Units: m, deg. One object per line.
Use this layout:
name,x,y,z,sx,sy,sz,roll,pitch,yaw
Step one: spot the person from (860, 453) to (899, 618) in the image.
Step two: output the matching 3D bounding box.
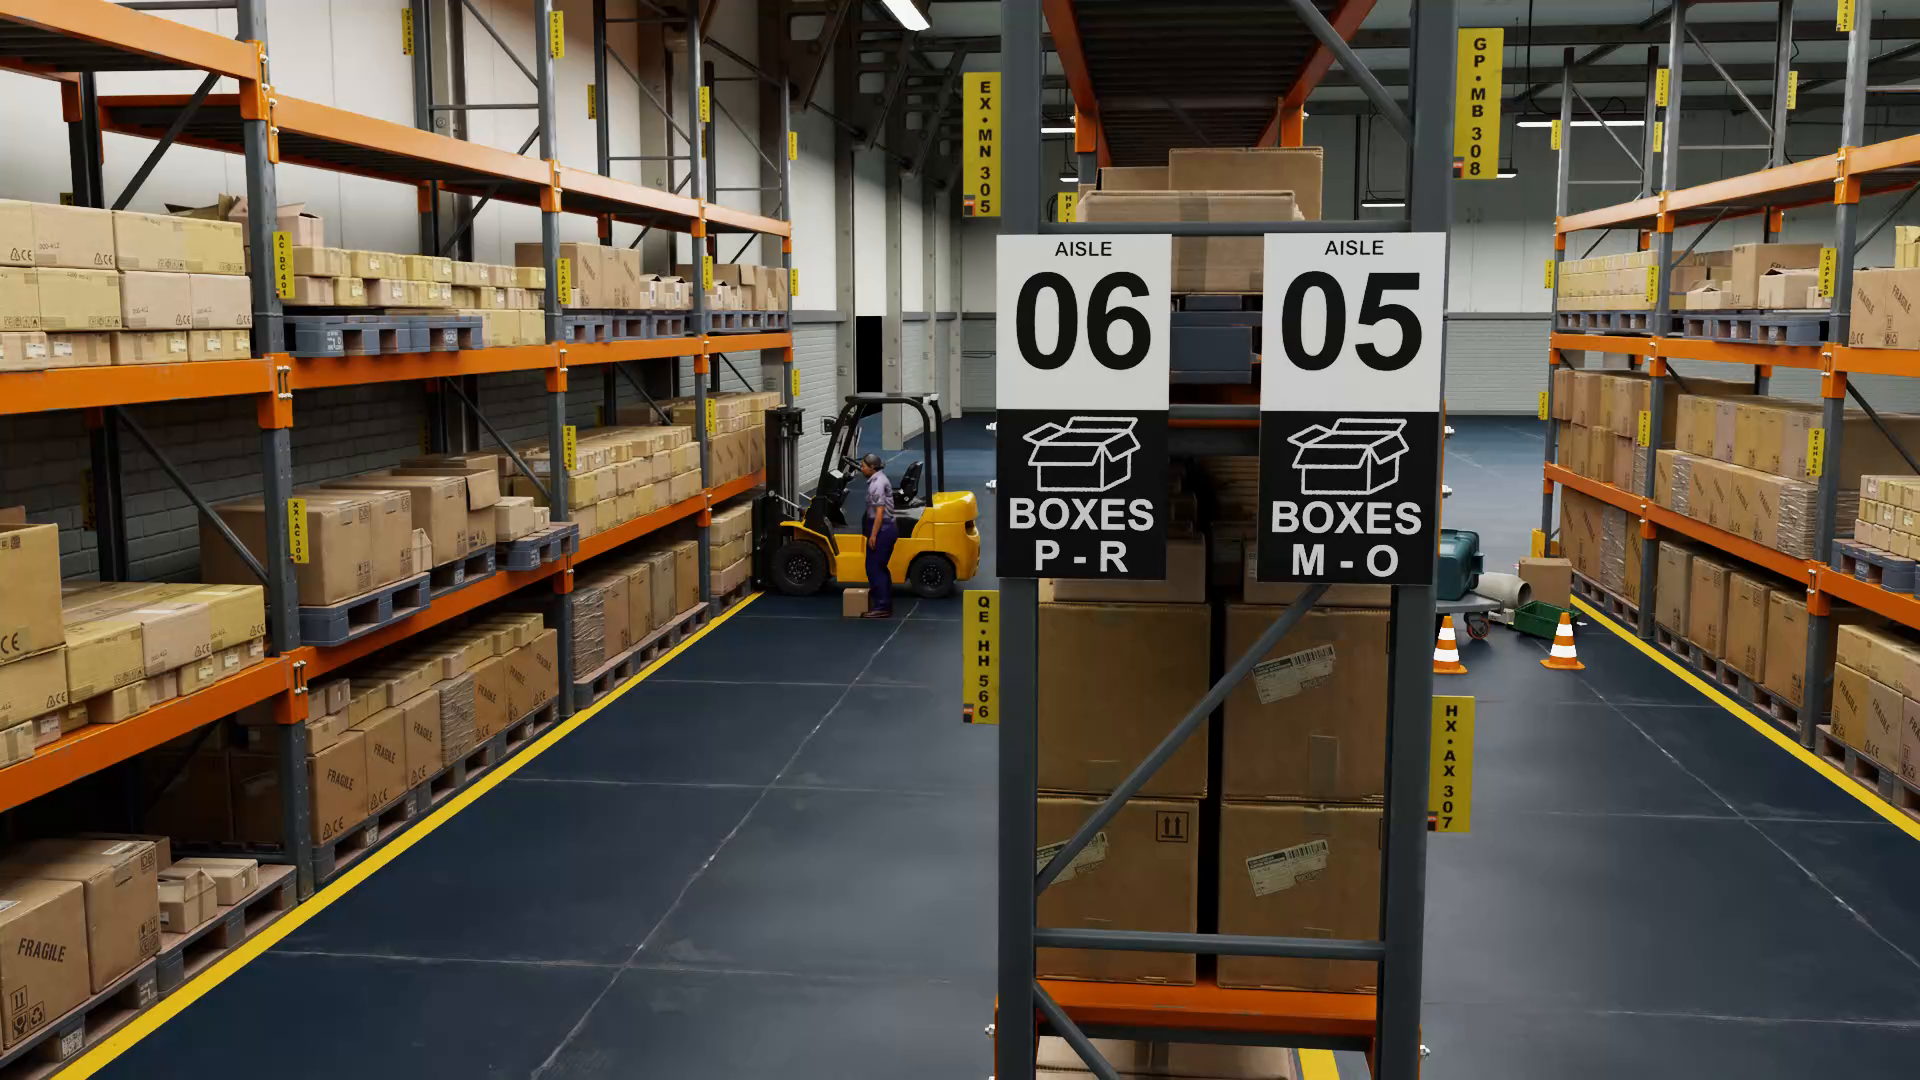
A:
person,-0.809,-0.057,16.751,0.367,1.651,0.549,1,8,5
